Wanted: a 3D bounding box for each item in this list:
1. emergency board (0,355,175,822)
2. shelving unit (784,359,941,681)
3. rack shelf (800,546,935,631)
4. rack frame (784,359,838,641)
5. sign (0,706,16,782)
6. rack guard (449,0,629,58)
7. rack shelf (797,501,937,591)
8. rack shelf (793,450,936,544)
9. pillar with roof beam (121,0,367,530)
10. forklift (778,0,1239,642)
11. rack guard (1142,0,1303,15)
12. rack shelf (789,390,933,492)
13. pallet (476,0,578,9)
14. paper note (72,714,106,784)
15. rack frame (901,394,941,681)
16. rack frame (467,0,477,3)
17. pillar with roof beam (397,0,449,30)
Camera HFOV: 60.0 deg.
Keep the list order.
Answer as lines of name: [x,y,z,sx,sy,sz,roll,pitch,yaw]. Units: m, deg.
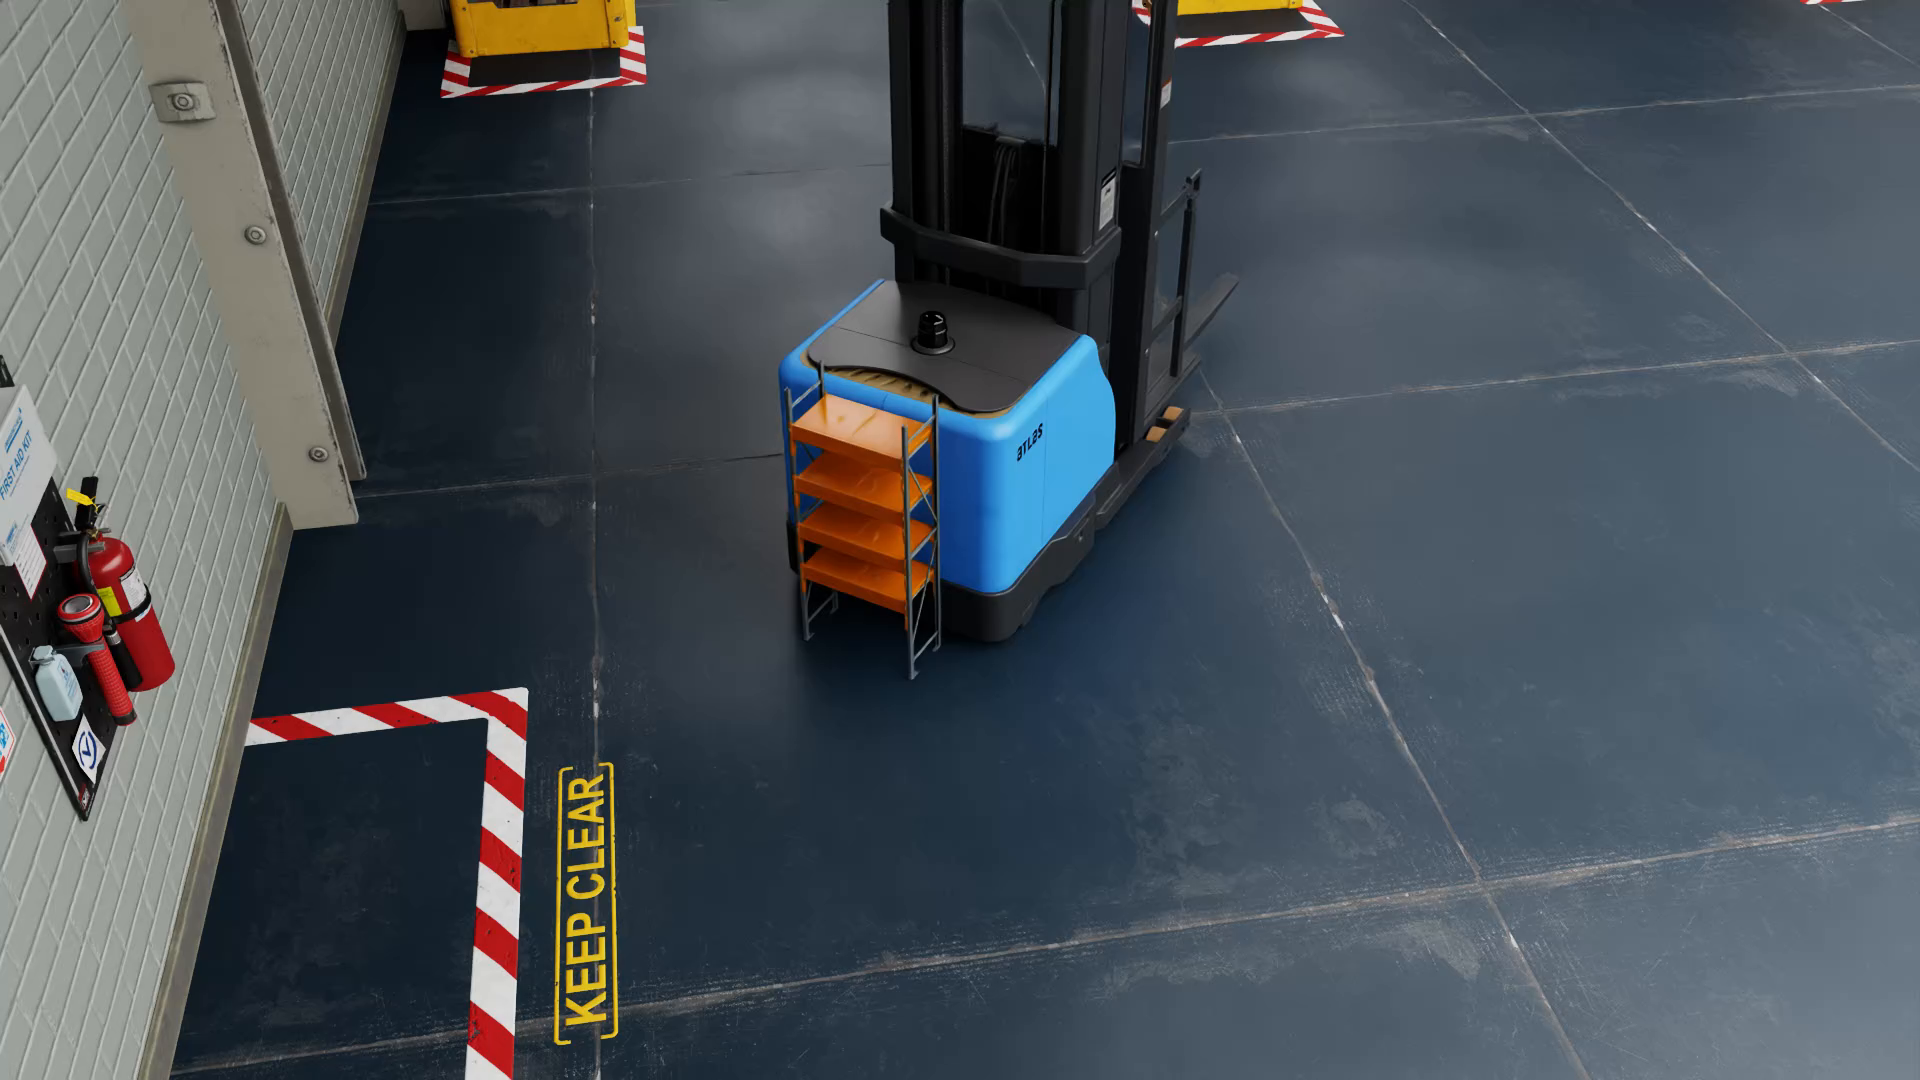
emergency board: [-2.453,0.135,4.632,0.194,1.169,0.643,-6,38,-8]
shelving unit: [-0.355,-0.057,6.345,0.503,1.200,0.258,19,42,22]
rack shelf: [-0.354,0.152,6.509,0.480,0.148,0.258,19,42,22]
rack frame: [-0.569,-0.129,6.438,0.015,1.200,0.240,19,42,22]
sign: [-2.458,0.466,4.177,0.001,0.329,0.234,-6,38,-8]
rack guard: [-2.940,-3.715,11.625,1.175,0.500,0.348,-6,38,-8]
rack shelf: [-0.355,-0.004,6.386,0.480,0.148,0.258,19,42,22]
rack shelf: [-0.355,-0.180,6.249,0.480,0.148,0.258,19,42,22]
pillar with roof beam: [1.390,-4.194,5.314,9.100,9.000,0.400,-6,38,-8]
forklift: [0.431,-1.640,6.972,1.130,2.935,3.031,19,42,22]
rack guard: [1.954,-4.190,12.236,1.175,0.500,0.348,-6,38,-8]
rack shelf: [-0.355,-0.367,6.103,0.480,0.148,0.258,19,42,22]
pallet: [-3.047,-4.096,12.350,1.003,0.211,1.213,-6,38,-8]
paper note: [-2.490,0.597,4.755,0.016,0.148,0.142,-6,38,-8]
rack frame: [-0.141,0.015,6.252,0.015,1.200,0.240,19,42,22]
rack frame: [-2.926,-4.656,10.799,1.000,3.000,0.127,-6,38,-8]
pillar with roof beam: [0.338,-7.818,9.979,9.100,9.000,0.400,-6,38,-8]
